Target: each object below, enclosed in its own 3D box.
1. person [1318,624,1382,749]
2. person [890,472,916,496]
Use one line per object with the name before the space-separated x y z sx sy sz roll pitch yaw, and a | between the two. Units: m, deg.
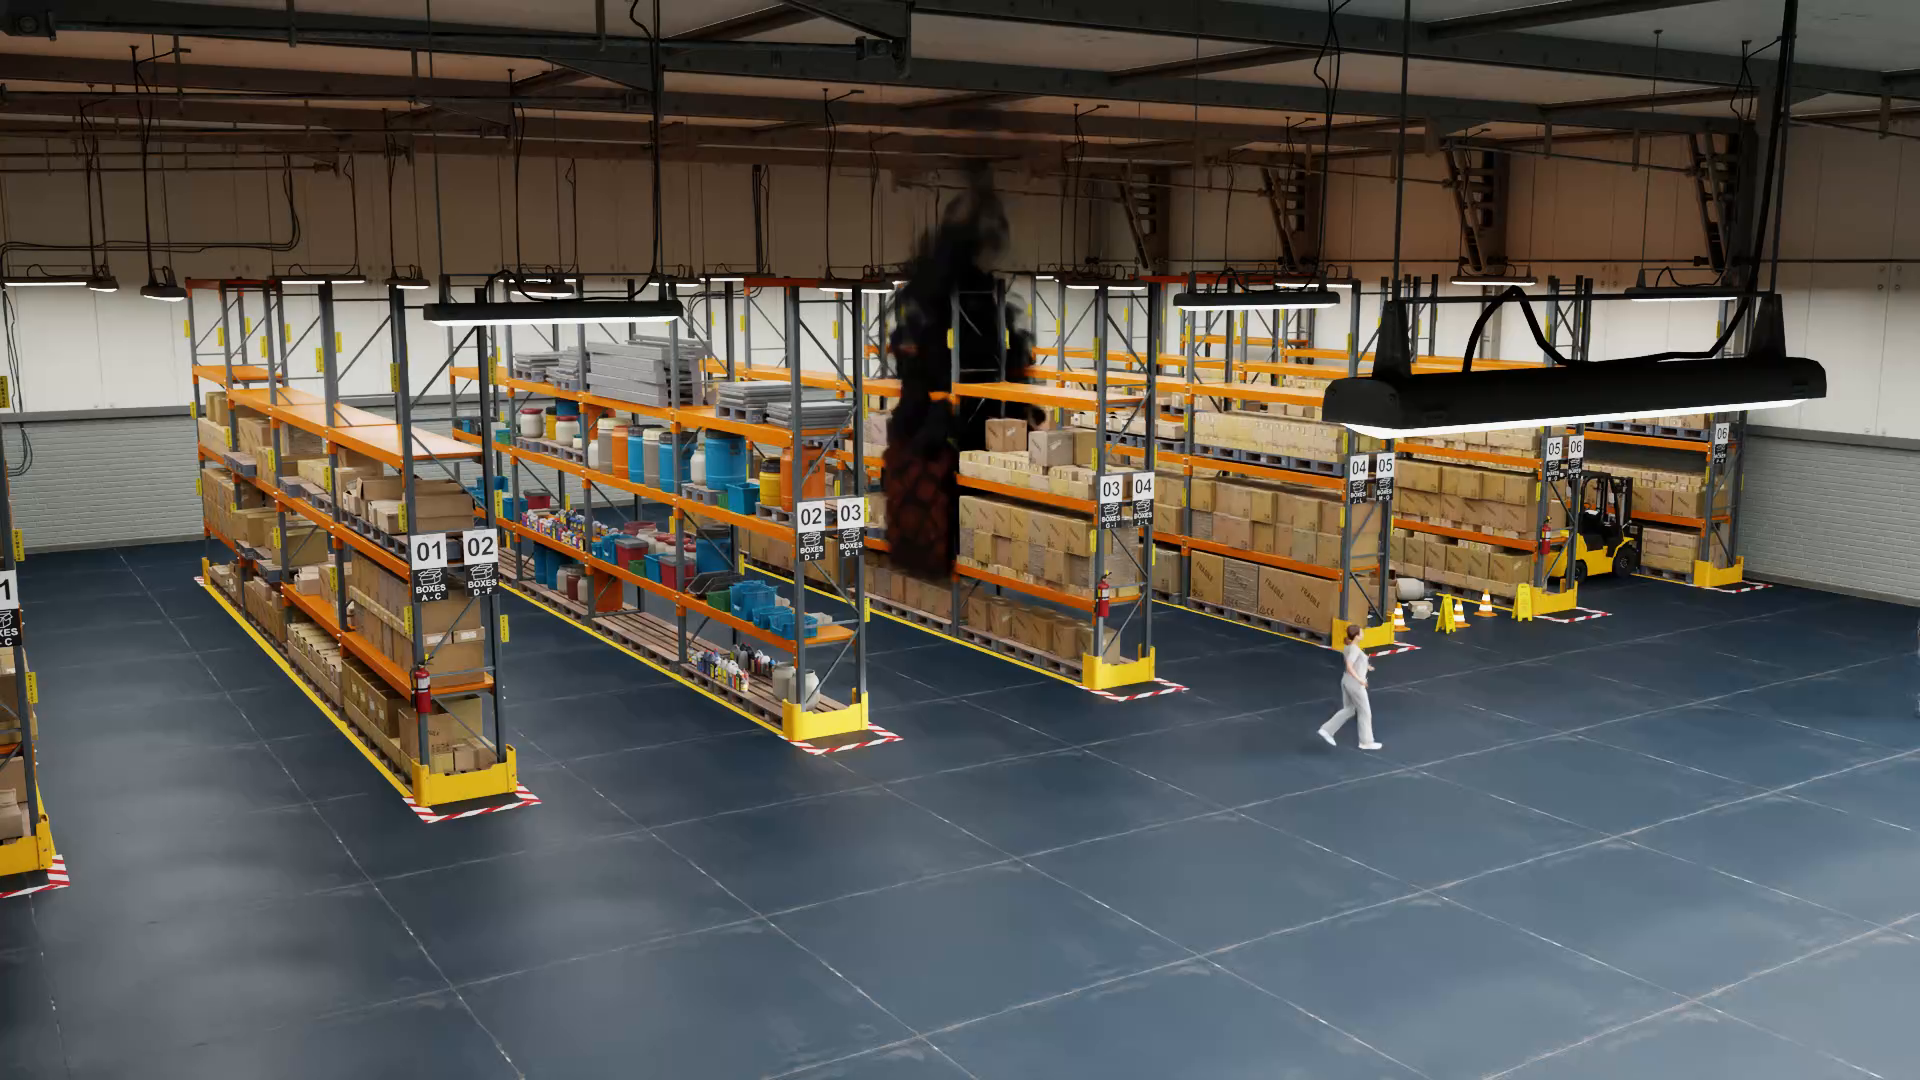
person | 5.094 1.904 21.593 0.845 1.659 0.581 -1 10 -7
person | -1.176 -0.420 34.115 0.692 1.796 0.747 -7 12 -37
